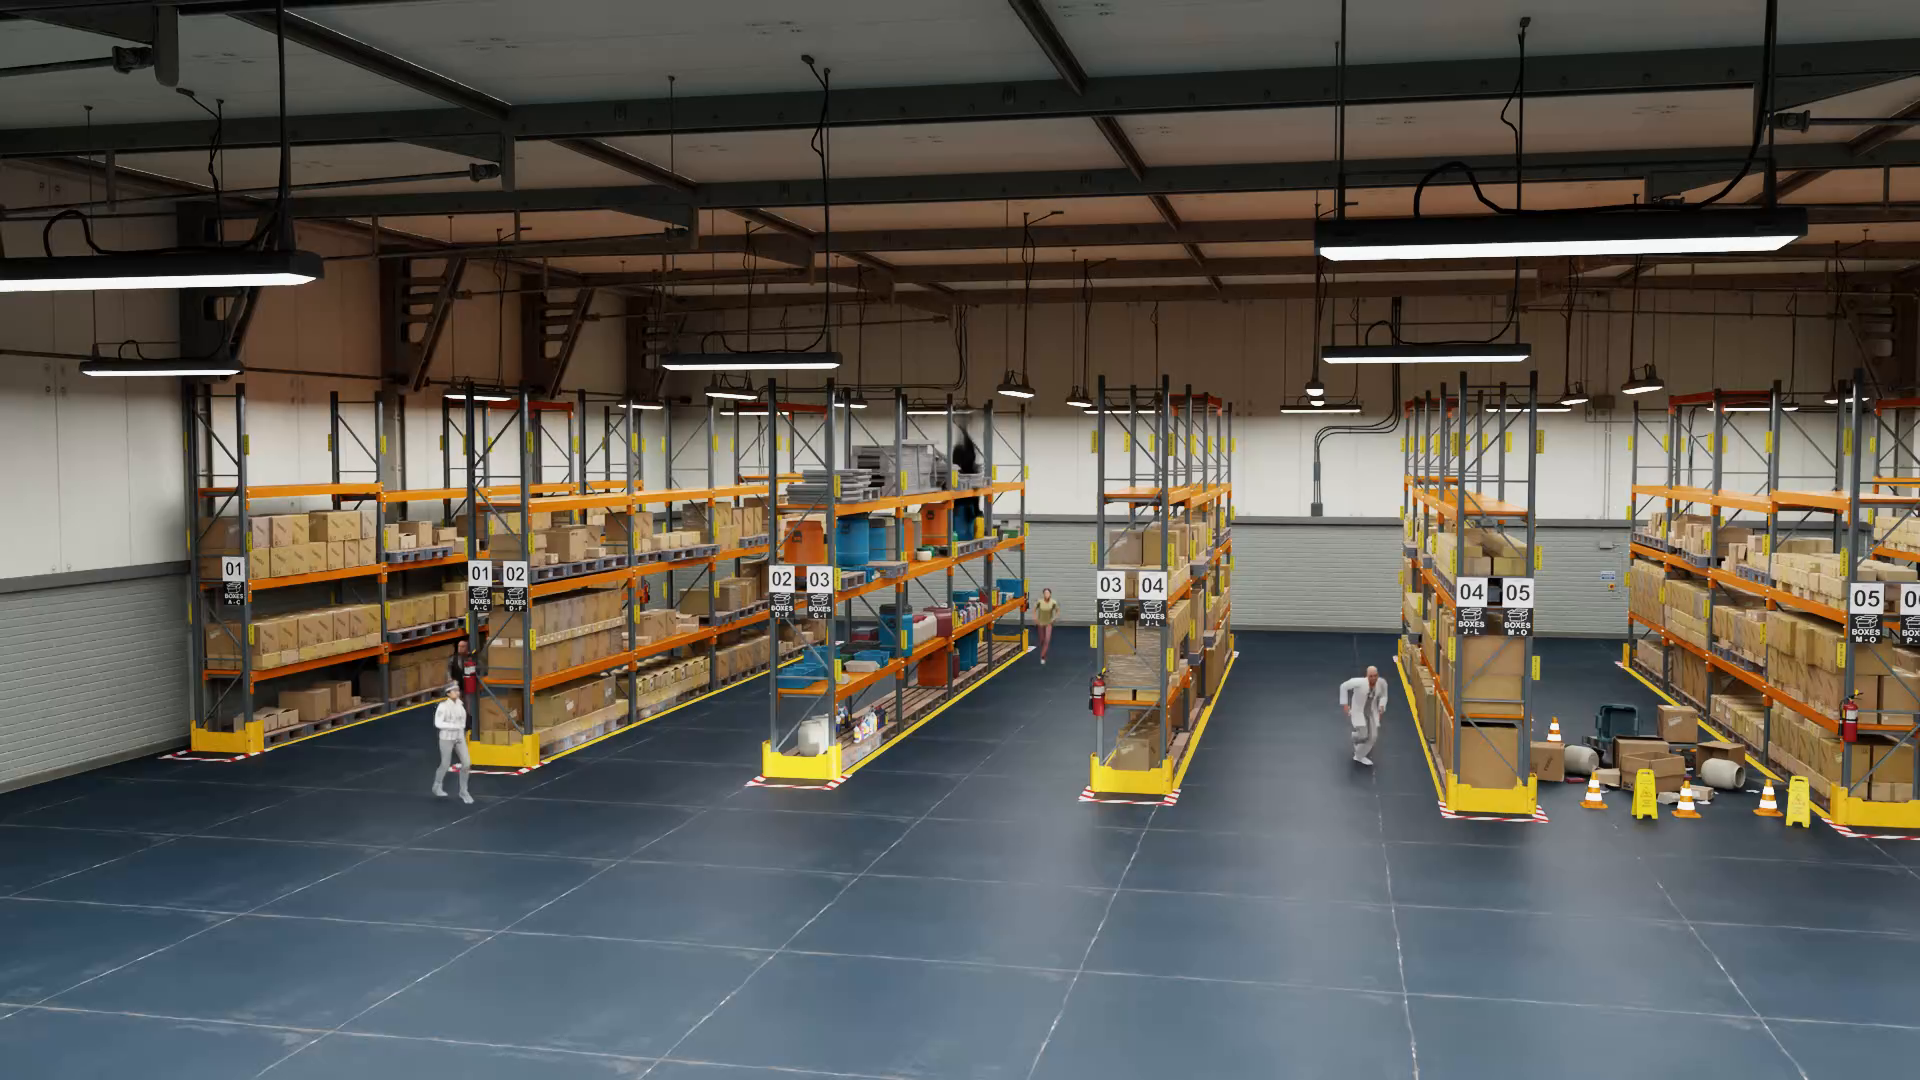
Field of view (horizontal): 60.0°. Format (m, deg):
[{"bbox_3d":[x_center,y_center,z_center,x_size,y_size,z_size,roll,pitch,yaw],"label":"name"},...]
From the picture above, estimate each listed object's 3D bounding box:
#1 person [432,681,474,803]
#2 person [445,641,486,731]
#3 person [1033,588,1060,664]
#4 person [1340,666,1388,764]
[{"bbox_3d":[-7.141,2.833,23.314,0.754,1.751,0.593,2,4,36],"label":"person"},{"bbox_3d":[-8.398,2.545,28.108,0.658,1.682,0.579,0,3,4],"label":"person"},{"bbox_3d":[1.885,1.855,36.312,0.596,1.633,0.790,0,3,8],"label":"person"},{"bbox_3d":[6.298,2.730,26.015,0.735,1.591,0.888,0,3,-6],"label":"person"}]
